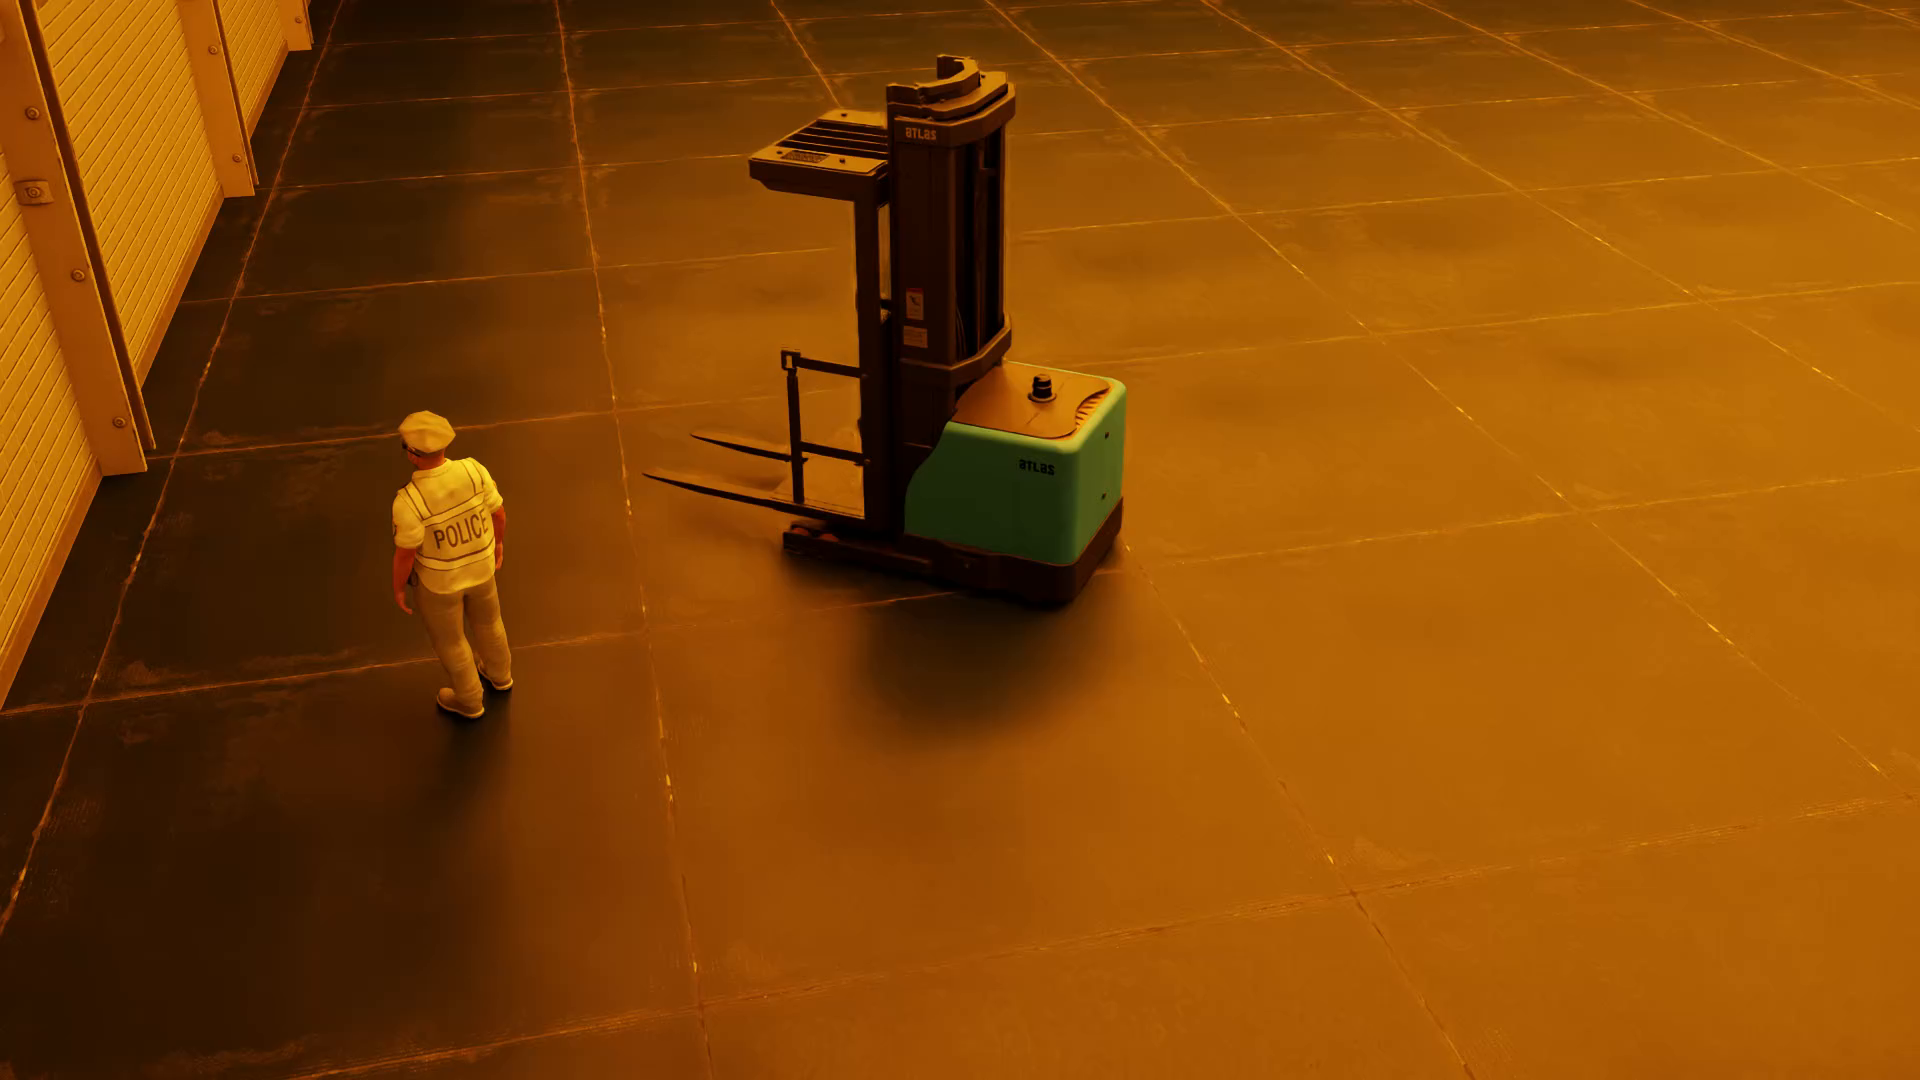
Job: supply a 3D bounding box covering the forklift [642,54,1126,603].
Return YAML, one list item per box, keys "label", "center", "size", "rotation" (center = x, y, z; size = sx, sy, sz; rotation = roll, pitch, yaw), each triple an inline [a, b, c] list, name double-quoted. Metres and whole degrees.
- label: "forklift"
  center: [-0.550, -1.370, 9.941]
  size: [3.031, 2.935, 1.130]
  rotation: [12, 32, 20]
